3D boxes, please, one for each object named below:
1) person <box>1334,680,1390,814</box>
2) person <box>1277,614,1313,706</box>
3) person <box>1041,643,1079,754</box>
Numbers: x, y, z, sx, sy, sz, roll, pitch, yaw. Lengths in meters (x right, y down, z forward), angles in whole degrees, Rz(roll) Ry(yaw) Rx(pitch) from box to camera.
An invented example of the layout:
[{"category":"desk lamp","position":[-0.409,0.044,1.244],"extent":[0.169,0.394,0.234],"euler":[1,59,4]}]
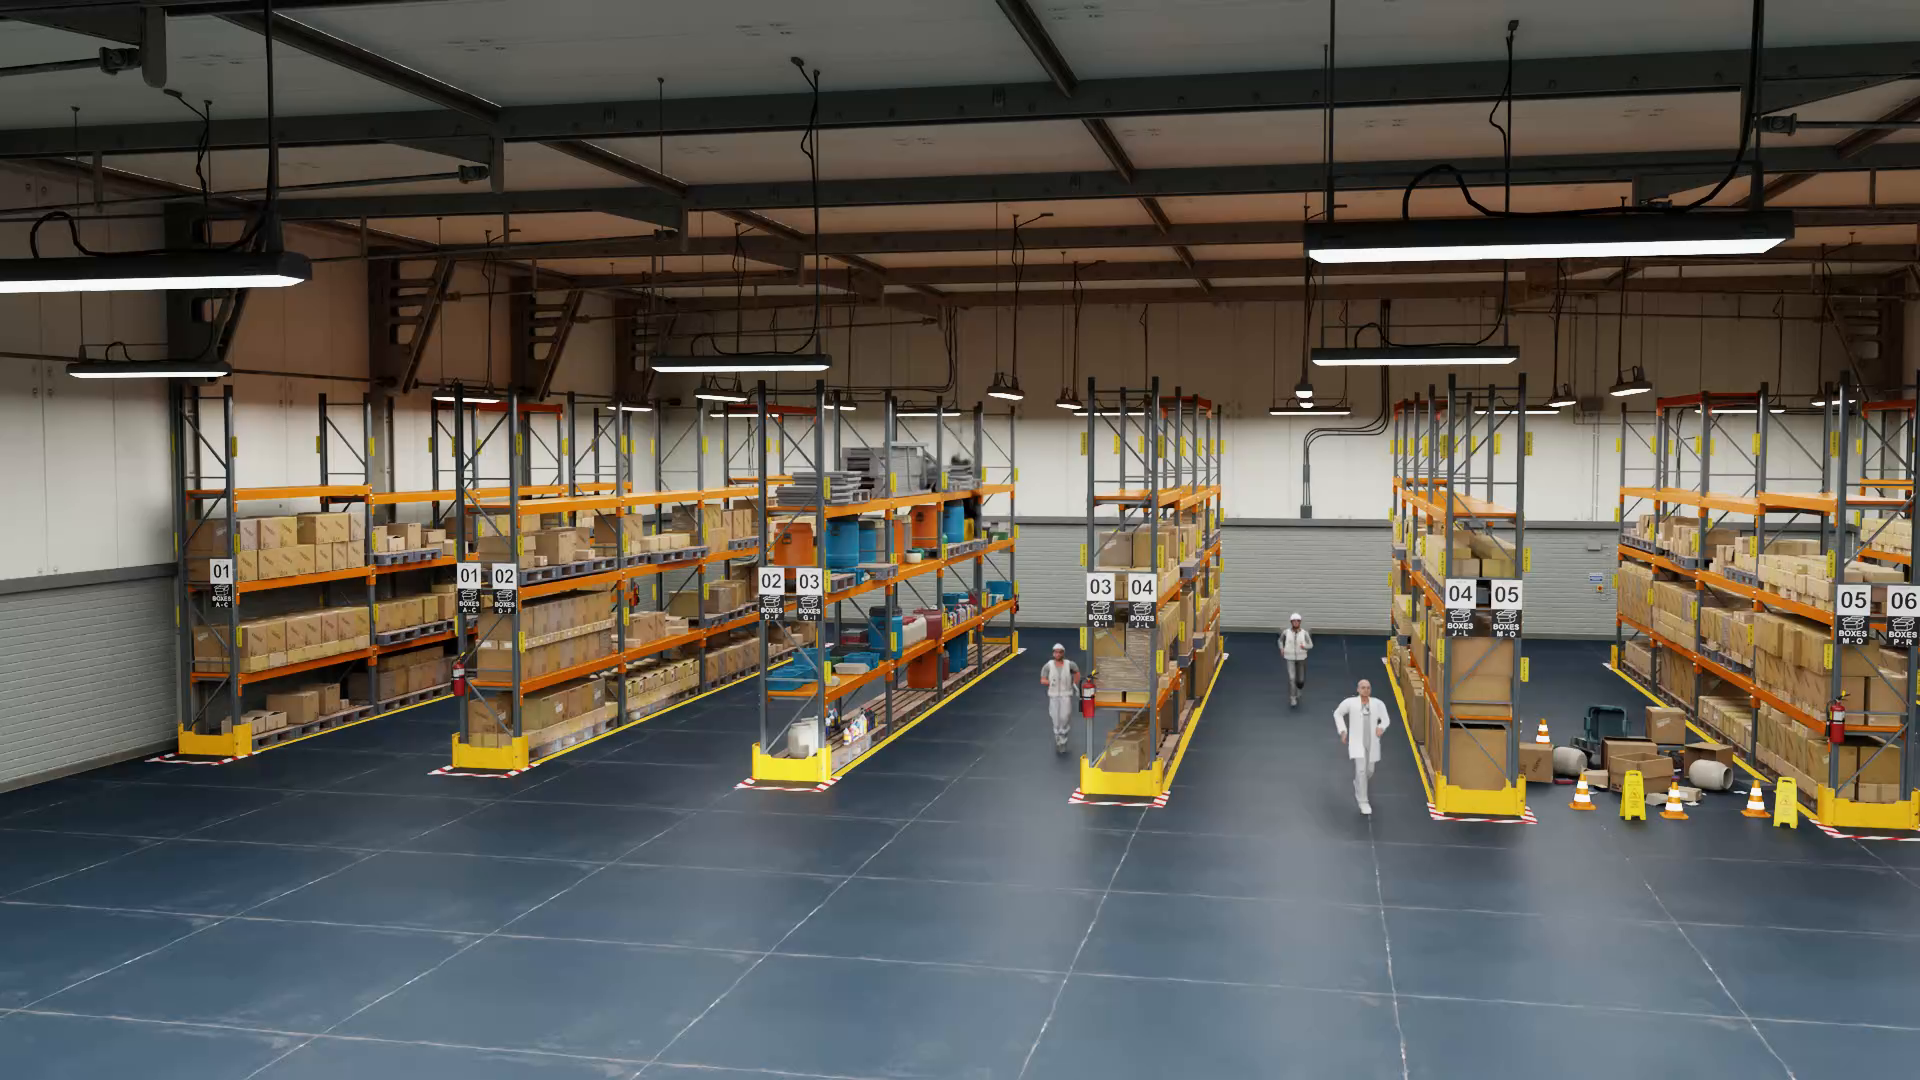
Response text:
[{"category":"person","position":[5.571,2.815,23.008],"extent":[0.722,1.779,0.993],"euler":[0,3,-3]},{"category":"person","position":[6.518,2.309,32.342],"extent":[0.667,1.750,0.915],"euler":[0,3,7]},{"category":"person","position":[1.627,2.592,27.232],"extent":[0.599,1.806,0.756],"euler":[1,3,12]}]
